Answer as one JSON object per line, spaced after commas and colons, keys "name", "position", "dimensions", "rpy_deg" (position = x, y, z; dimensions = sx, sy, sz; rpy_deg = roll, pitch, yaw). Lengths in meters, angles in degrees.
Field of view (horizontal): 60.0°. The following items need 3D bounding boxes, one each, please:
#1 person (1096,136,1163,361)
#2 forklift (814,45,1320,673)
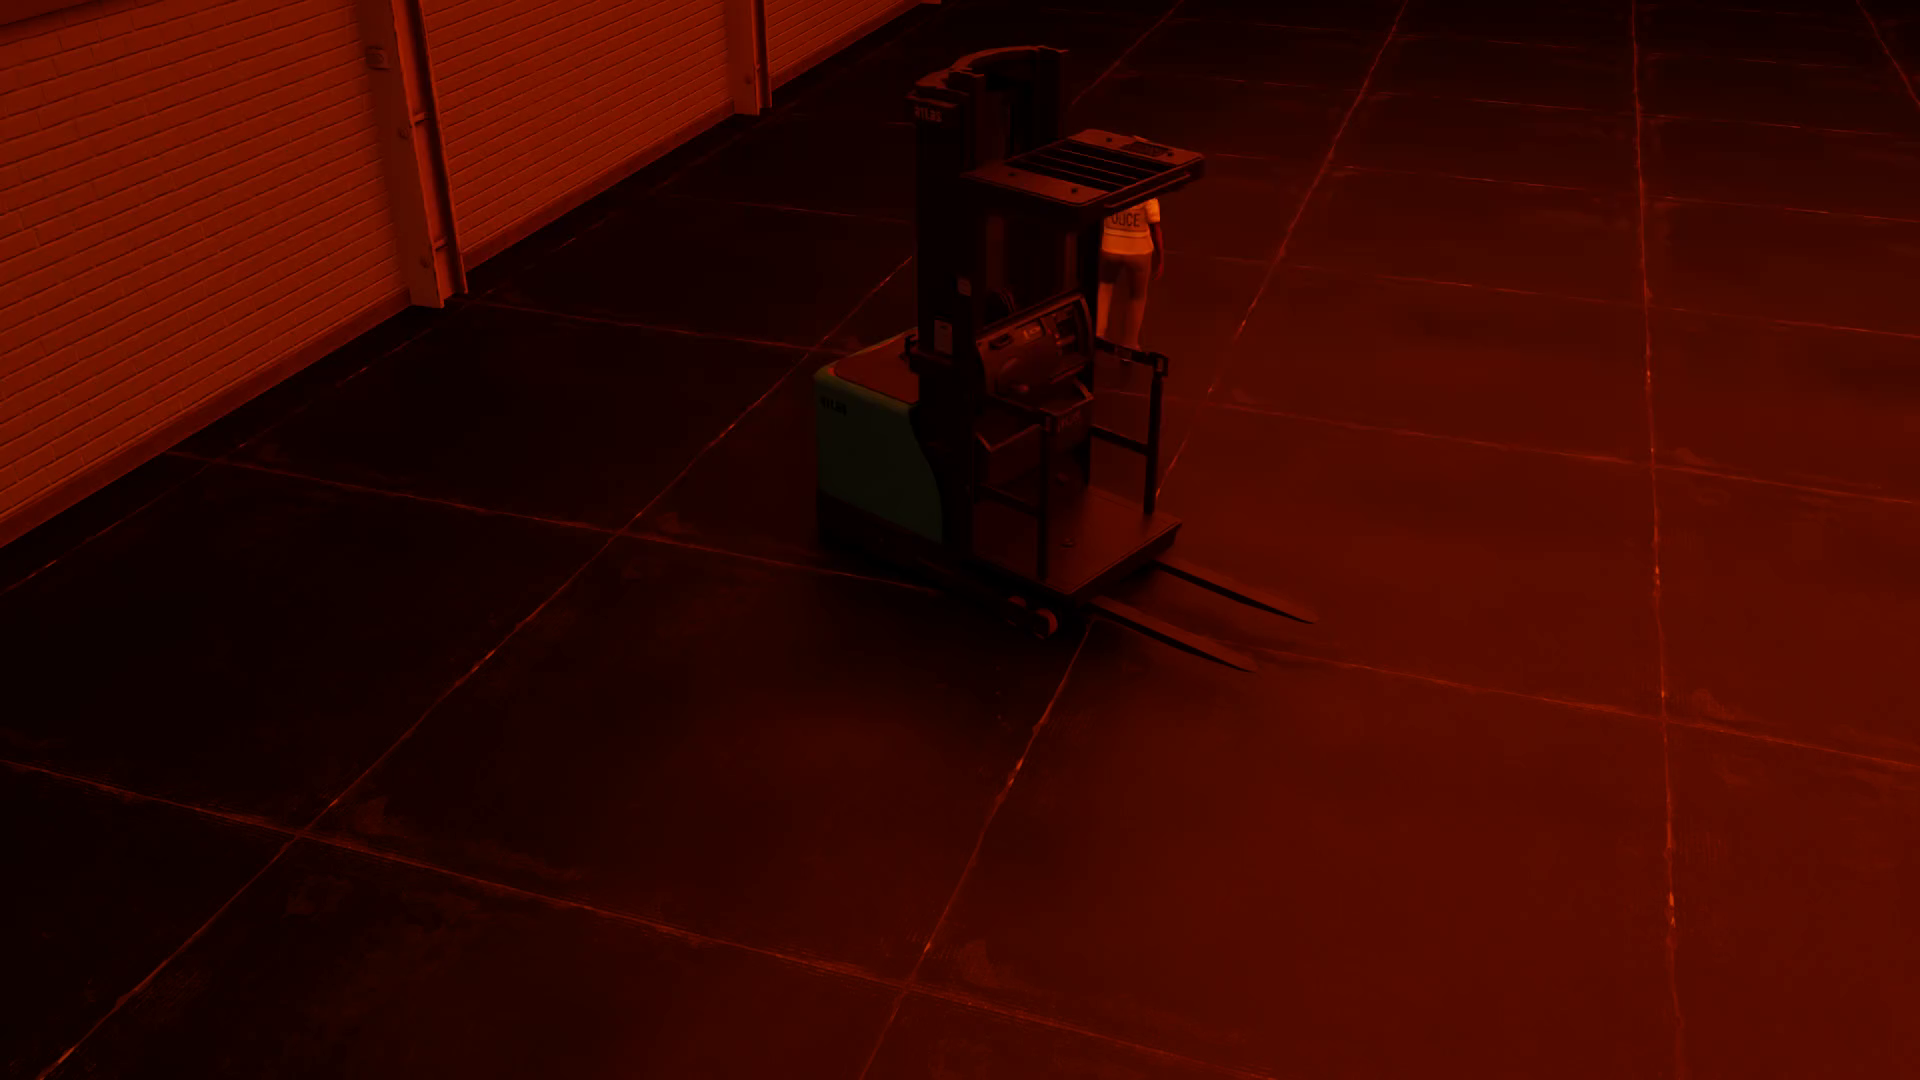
{"name": "person", "position": [1.204, -2.105, 12.132], "dimensions": [0.629, 1.648, 0.463], "rpy_deg": [11, 31, 18]}
{"name": "forklift", "position": [0.572, -1.026, 8.935], "dimensions": [3.031, 2.935, 1.130], "rpy_deg": [23, 37, 35]}
